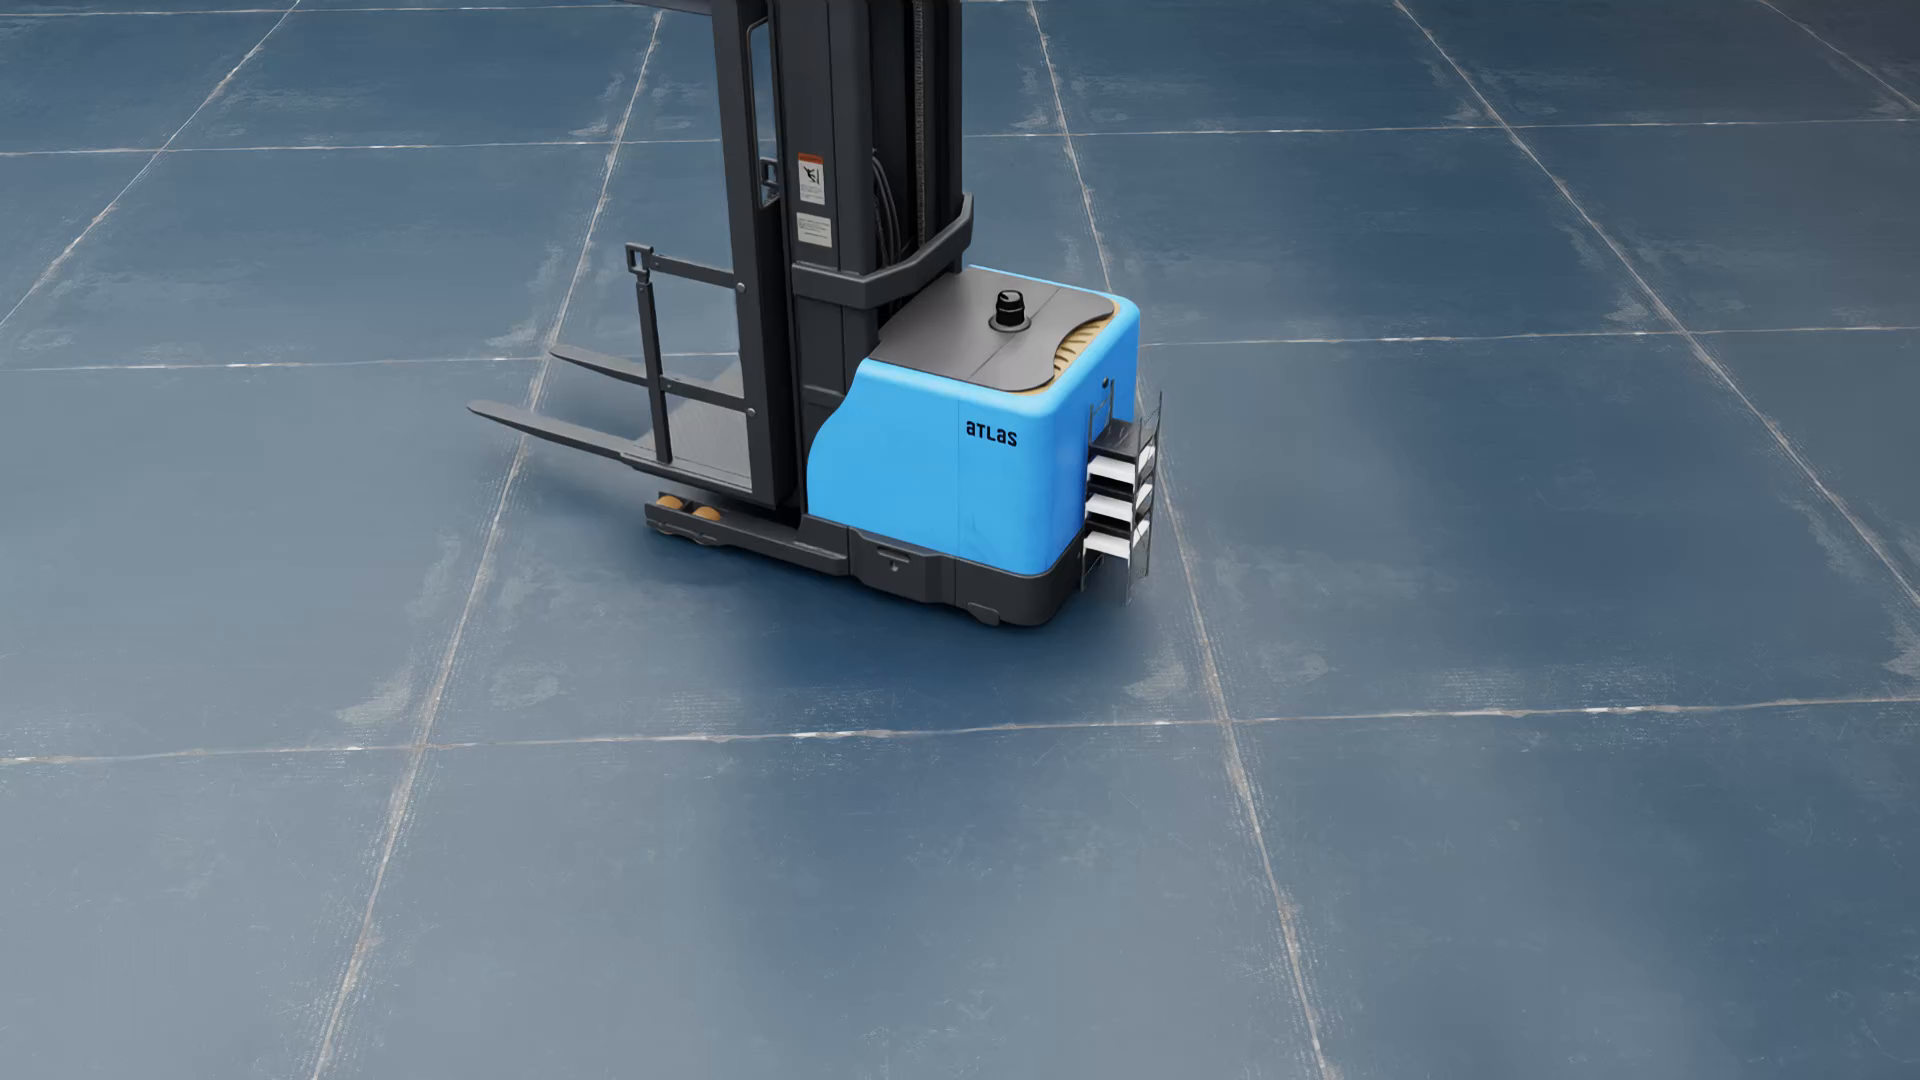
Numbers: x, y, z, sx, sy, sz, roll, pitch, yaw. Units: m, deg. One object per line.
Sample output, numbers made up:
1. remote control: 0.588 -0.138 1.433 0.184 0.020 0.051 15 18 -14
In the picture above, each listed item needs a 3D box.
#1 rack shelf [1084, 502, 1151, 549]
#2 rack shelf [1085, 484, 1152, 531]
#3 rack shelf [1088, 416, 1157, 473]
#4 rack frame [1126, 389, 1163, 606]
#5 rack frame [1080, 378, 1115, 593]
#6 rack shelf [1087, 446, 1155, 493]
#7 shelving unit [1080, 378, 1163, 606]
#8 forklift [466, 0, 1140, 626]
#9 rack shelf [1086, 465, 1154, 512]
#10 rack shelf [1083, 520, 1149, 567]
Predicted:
1. rack shelf: 0.648 -0.083 6.796 0.200 0.077 0.258 16 38 21
2. rack shelf: 0.648 -0.157 6.744 0.200 0.077 0.258 16 38 21
3. rack shelf: 0.648 -0.379 6.591 0.200 0.077 0.258 16 38 21
4. rack frame: 0.740 -0.158 6.688 0.006 0.900 0.240 16 38 21
5. rack frame: 0.557 -0.210 6.763 0.006 0.900 0.240 16 38 21
6. rack shelf: 0.648 -0.305 6.642 0.200 0.077 0.258 16 38 21
7. shelving unit: 0.648 -0.184 6.725 0.210 0.900 0.258 16 38 21
8. forklift: -0.803 -1.432 6.744 3.031 2.935 1.130 16 38 21
9. rack shelf: 0.648 -0.231 6.693 0.200 0.077 0.258 16 38 21
10. rack shelf: 0.648 -0.009 6.847 0.200 0.077 0.258 16 38 21
